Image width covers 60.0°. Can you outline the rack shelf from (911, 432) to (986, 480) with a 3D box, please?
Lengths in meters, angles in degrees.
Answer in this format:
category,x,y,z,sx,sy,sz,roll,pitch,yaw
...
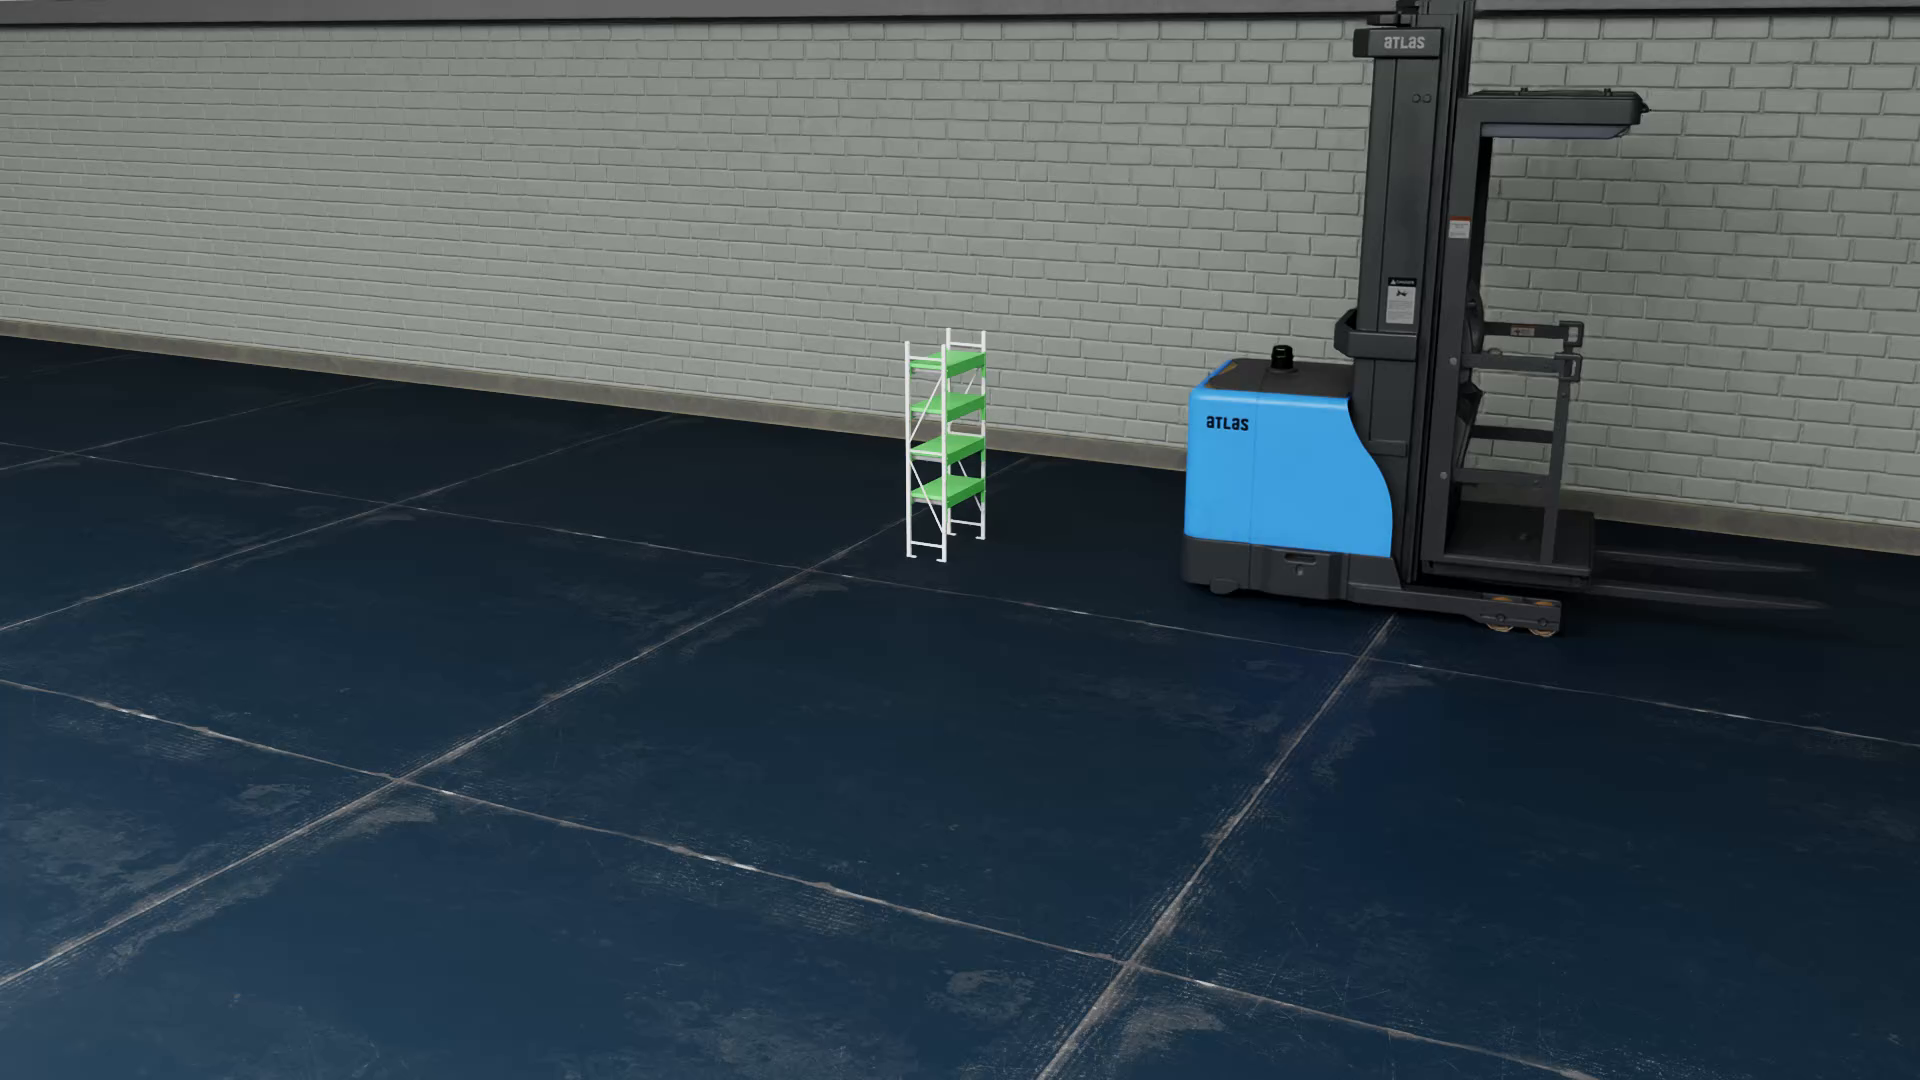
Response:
category,x,y,z,sx,sy,sz,roll,pitch,yaw
rack shelf,-0.074,-0.472,9.230,0.258,0.148,0.480,8,18,25

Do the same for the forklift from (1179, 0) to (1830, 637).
category,x,y,z,sx,sy,sz,roll,pitch,yaw
forklift,2.710,-1.113,8.124,3.031,2.935,1.130,6,18,19

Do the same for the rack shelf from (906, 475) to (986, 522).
category,x,y,z,sx,sy,sz,roll,pitch,yaw
rack shelf,-0.074,-0.242,9.298,0.258,0.148,0.480,8,18,25

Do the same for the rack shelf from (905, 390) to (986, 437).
category,x,y,z,sx,sy,sz,roll,pitch,yaw
rack shelf,-0.074,-0.702,9.161,0.258,0.148,0.480,8,18,25

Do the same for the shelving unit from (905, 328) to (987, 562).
category,x,y,z,sx,sy,sz,roll,pitch,yaw
shelving unit,-0.074,-0.533,9.212,0.258,1.200,0.503,8,18,25

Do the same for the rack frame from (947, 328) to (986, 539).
category,x,y,z,sx,sy,sz,roll,pitch,yaw
rack frame,0.035,-0.595,9.421,0.240,1.200,0.015,8,18,25

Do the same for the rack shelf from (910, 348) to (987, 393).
category,x,y,z,sx,sy,sz,roll,pitch,yaw
rack shelf,-0.074,-0.932,9.093,0.258,0.148,0.480,8,18,25

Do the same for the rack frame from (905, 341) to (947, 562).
category,x,y,z,sx,sy,sz,roll,pitch,yaw
rack frame,-0.183,-0.471,9.002,0.240,1.200,0.015,8,18,25
